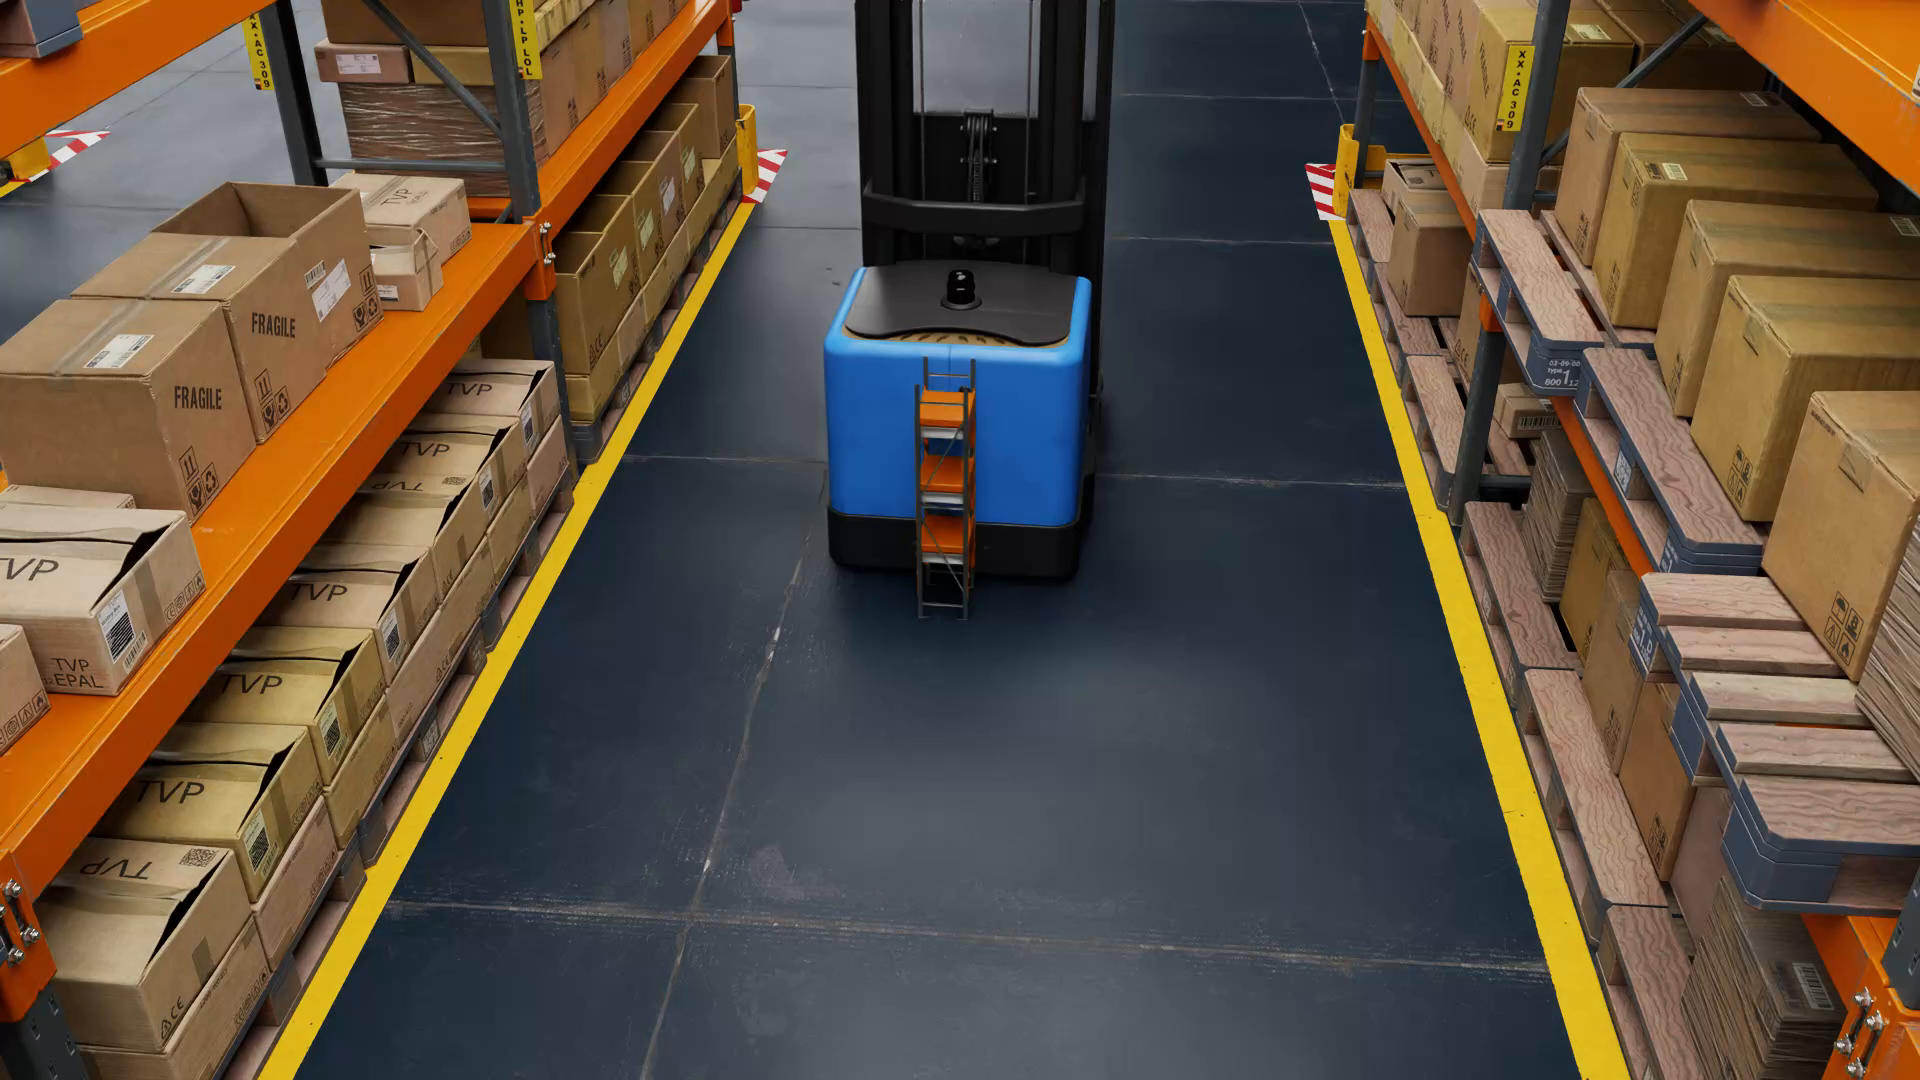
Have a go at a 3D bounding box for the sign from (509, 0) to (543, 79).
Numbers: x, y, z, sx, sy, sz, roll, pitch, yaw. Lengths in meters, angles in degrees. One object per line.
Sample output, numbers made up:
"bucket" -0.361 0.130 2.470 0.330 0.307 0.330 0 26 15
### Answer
"sign" -1.725 -1.990 6.592 0.100 0.325 0.005 2 32 4

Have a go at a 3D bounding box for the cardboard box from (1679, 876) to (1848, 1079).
"cardboard box" 2.352 1.250 4.325 0.700 0.500 0.500 3 32 5

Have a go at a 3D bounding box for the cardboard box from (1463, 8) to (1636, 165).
"cardboard box" 2.401 -1.864 6.824 0.500 0.500 0.500 2 32 4

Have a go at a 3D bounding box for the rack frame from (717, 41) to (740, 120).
"rack frame" -1.941 -3.641 10.298 1.000 3.000 0.127 2 32 4

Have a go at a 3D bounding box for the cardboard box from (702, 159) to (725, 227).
"cardboard box" -1.719 -2.094 10.009 0.500 0.250 0.500 2 32 4

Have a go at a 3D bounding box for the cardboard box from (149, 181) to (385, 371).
"cardboard box" -2.388 -0.915 5.781 0.500 0.500 0.500 5 32 8

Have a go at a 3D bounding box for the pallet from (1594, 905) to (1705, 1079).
"pallet" 2.411 1.531 4.565 1.003 0.211 1.213 2 32 4

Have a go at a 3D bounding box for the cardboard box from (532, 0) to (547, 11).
"cardboard box" -2.197 -2.640 7.344 0.700 0.500 0.500 2 32 4

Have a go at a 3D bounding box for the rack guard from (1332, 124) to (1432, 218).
"rack guard" 2.991 -2.327 10.550 1.175 0.500 0.348 2 32 4

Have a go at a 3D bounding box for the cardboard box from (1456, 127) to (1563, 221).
"cardboard box" 2.408 -1.545 7.021 0.500 0.250 0.500 3 32 4

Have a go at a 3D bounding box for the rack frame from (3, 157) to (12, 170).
"rack frame" -6.877 -3.854 10.645 1.000 3.000 0.127 2 32 4

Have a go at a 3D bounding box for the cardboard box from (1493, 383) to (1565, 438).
"cardboard box" 2.685 -0.602 7.648 0.380 0.166 0.250 -2 32 -2

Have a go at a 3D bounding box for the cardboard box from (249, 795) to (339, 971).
"cardboard box" -2.217 1.010 4.972 0.500 0.250 0.500 2 32 3

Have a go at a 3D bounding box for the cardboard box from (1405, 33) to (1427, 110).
"cardboard box" 2.522 -2.332 8.298 0.500 0.250 0.500 3 32 4

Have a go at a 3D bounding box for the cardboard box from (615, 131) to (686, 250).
"cardboard box" -1.797 -1.890 8.964 0.500 0.500 0.500 2 32 4

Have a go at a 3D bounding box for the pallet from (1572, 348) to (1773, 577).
"pallet" 2.466 -0.203 4.903 1.003 0.211 1.213 2 32 4

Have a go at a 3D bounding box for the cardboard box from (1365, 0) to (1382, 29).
"cardboard box" 2.641 -3.134 9.600 0.500 0.250 0.500 2 32 3

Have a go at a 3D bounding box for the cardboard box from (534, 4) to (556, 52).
"cardboard box" -2.012 -2.266 7.355 0.380 0.149 0.250 2 32 3

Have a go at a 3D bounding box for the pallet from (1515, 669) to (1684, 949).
"pallet" 2.513 0.895 5.597 1.003 0.211 1.213 2 32 4

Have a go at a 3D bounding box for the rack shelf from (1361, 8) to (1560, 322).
"rack shelf" 2.834 -2.079 8.450 1.077 0.370 4.000 2 32 4

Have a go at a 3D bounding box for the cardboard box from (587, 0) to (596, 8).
"cardboard box" -1.951 -2.674 8.016 0.380 0.149 0.250 2 32 3

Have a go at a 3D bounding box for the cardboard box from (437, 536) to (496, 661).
"cardboard box" -2.095 0.204 6.281 0.500 0.250 0.500 3 32 5

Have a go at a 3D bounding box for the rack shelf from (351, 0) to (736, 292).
"rack shelf" -2.104 -2.289 8.790 1.077 0.370 4.000 2 32 4

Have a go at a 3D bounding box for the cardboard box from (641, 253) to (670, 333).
"cardboard box" -1.835 -1.309 8.736 0.500 0.250 0.500 2 32 4

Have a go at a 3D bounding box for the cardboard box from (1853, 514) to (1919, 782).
"cardboard box" 2.374 0.276 3.428 0.700 0.500 0.500 -1 32 -2

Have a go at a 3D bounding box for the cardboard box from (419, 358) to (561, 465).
"cardboard box" -2.014 -0.572 7.005 0.500 0.311 0.500 2 32 4

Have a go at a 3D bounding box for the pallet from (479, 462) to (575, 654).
"pallet" -2.288 0.025 7.008 1.003 0.211 1.213 2 32 4

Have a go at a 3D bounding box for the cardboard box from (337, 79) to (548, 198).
"cardboard box" -2.237 -1.824 7.255 0.700 0.500 0.500 2 32 3

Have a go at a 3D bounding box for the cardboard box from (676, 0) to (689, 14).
"cardboard box" -1.992 -3.440 9.877 0.700 0.500 0.500 2 32 4

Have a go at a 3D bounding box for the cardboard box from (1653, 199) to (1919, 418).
"cardboard box" 2.521 -0.667 4.959 0.700 0.500 0.500 7 32 11

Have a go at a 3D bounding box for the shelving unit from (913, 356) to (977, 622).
"shelving unit" -0.055 -0.188 6.554 0.215 1.050 0.252 3 32 6

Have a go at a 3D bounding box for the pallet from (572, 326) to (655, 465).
"pallet" -2.160 -0.776 8.308 1.003 0.211 1.213 2 32 4

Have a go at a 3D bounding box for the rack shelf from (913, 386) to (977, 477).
"rack shelf" -0.055 -0.420 6.410 0.215 0.259 0.240 3 32 6

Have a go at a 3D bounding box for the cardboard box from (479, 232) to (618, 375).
"cardboard box" -1.917 -1.106 7.691 0.500 0.500 0.500 2 32 4

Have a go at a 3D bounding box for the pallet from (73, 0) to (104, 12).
"pallet" -2.538 -1.598 4.304 1.003 0.211 1.213 4 32 6

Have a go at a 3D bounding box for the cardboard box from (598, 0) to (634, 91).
"cardboard box" -2.115 -2.630 8.563 0.700 0.500 0.500 3 32 5

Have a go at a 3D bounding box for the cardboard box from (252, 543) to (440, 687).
"cardboard box" -2.137 0.224 5.714 0.500 0.311 0.500 2 32 3

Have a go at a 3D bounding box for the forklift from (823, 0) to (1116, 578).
"forklift" 0.132 -1.846 7.451 1.130 2.935 3.031 3 32 6

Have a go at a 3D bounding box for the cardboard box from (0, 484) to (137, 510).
"cardboard box" -2.544 -0.020 4.662 0.380 0.149 0.250 5 32 8

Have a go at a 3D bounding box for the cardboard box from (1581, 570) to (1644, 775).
"cardboard box" 2.554 0.460 5.607 0.700 0.500 0.500 3 32 5

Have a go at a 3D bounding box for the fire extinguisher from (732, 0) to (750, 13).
"fire extinguisher" -1.468 -3.650 10.387 0.296 0.674 0.183 2 32 4

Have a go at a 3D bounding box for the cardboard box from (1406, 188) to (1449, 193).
"cardboard box" 2.804 -1.818 9.484 0.500 0.311 0.500 5 32 8

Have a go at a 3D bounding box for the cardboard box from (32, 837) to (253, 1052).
"cardboard box" -2.257 1.034 4.399 0.500 0.311 0.500 3 32 6

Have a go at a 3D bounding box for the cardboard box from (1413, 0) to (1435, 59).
"cardboard box" 2.530 -2.660 8.116 0.500 0.500 0.500 3 32 6
